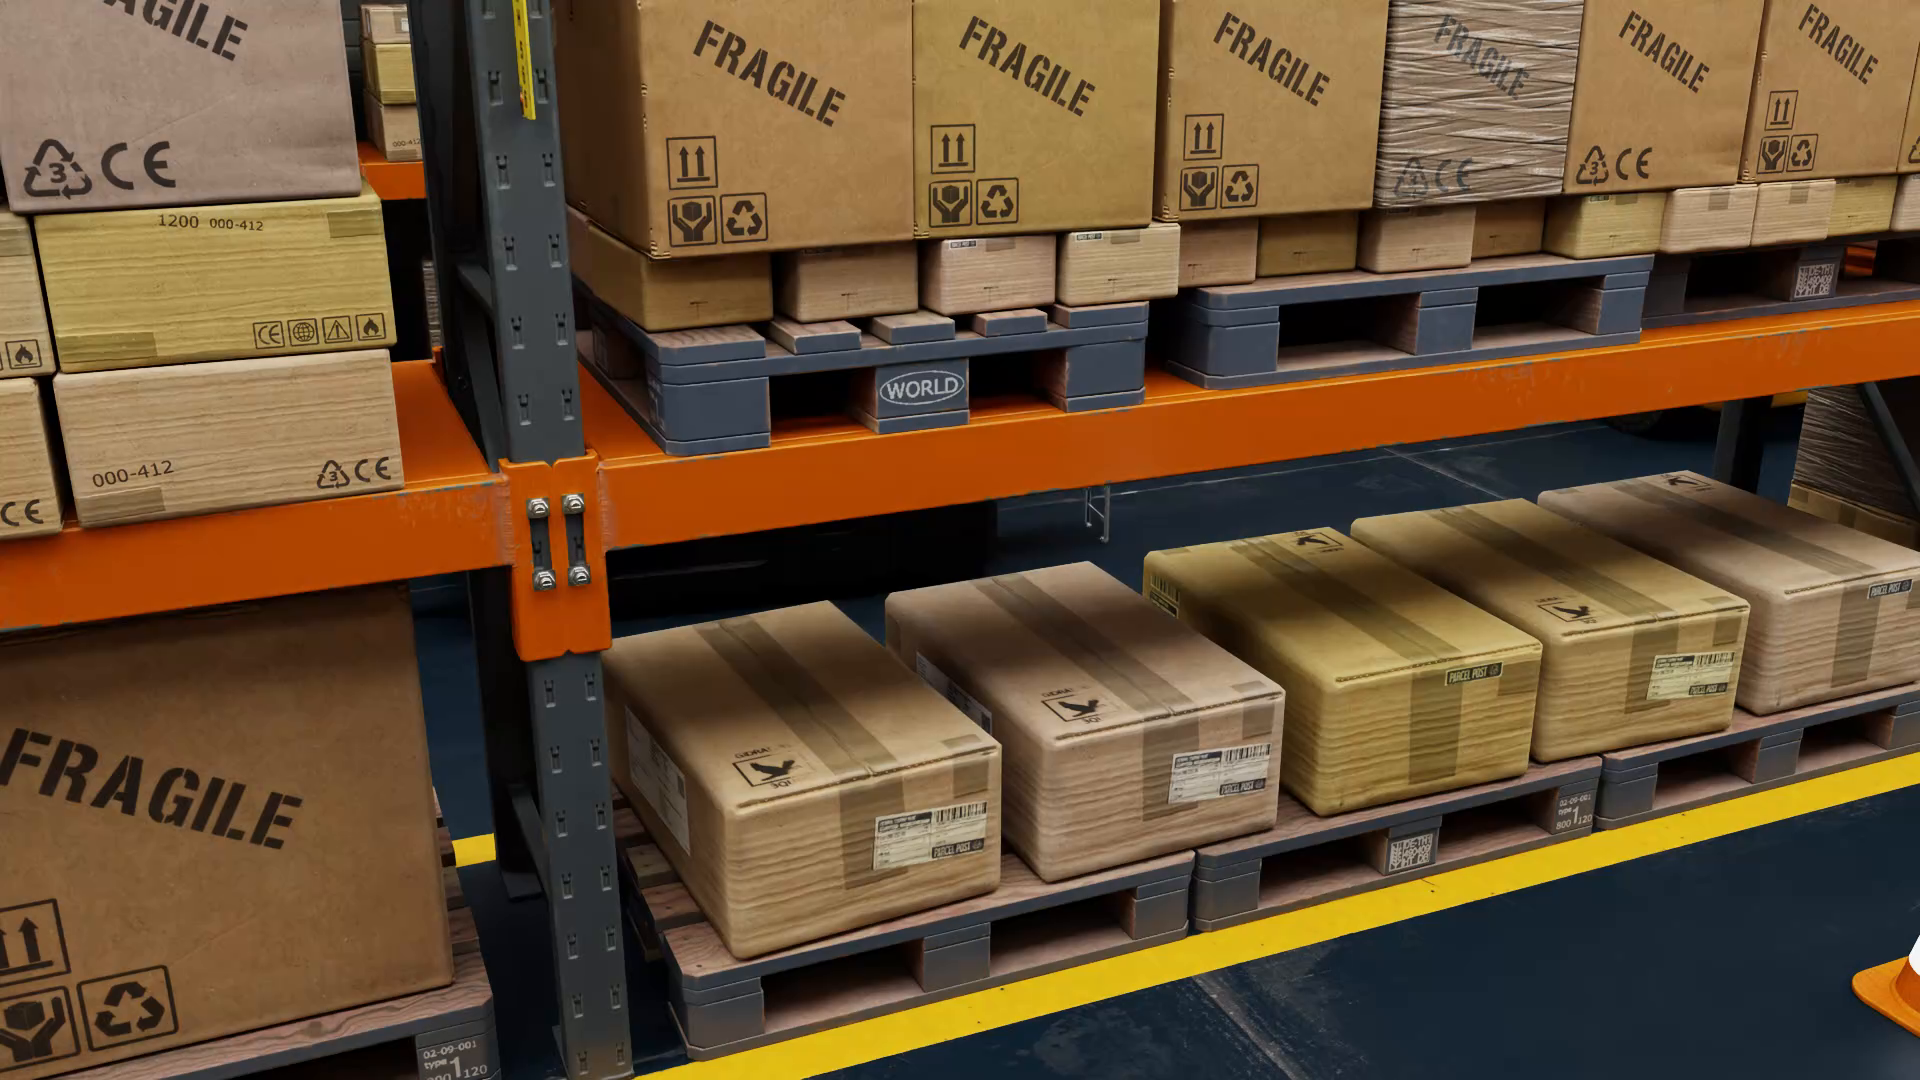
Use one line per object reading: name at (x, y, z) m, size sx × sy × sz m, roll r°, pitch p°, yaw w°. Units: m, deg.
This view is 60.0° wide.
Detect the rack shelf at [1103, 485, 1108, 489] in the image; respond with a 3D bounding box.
rack shelf at (0.306, -0.287, 6.445) m, size 0.480 × 0.148 × 0.258 m, roll -5°, pitch 20°, yaw -14°

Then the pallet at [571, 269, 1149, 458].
pallet at (-0.308, -0.494, 3.698) m, size 1.003 × 0.211 × 1.213 m, roll -8°, pitch 21°, yaw -22°

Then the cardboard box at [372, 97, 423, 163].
cardboard box at (-2.386, -1.885, 7.585) m, size 0.500 × 0.250 × 0.500 m, roll -8°, pitch 21°, yaw -22°

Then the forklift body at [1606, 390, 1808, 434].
forklift body at (3.437, -1.818, 8.447) m, size 1.214 × 2.155 × 2.313 m, roll -8°, pitch 21°, yaw -22°

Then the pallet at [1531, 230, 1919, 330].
pallet at (1.993, -0.838, 4.675) m, size 1.213 × 0.211 × 1.003 m, roll -8°, pitch 21°, yaw -22°

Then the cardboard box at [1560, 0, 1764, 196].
cardboard box at (1.488, -1.108, 3.921) m, size 0.500 × 0.500 × 0.500 m, roll -7°, pitch 21°, yaw -20°

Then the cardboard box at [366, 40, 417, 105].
cardboard box at (-2.376, -2.113, 7.480) m, size 0.500 × 0.250 × 0.500 m, roll -8°, pitch 21°, yaw -22°

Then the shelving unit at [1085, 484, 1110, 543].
shelving unit at (0.306, -0.574, 6.344) m, size 0.503 × 1.200 × 0.258 m, roll -5°, pitch 20°, yaw -14°

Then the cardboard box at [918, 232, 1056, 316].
cardboard box at (-0.006, -0.573, 3.379) m, size 0.250 × 0.149 × 0.380 m, roll -10°, pitch 22°, yaw -25°

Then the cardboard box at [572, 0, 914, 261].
cardboard box at (-0.416, -0.833, 3.140) m, size 0.500 × 0.500 × 0.500 m, roll -9°, pitch 21°, yaw -23°

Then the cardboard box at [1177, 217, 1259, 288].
cardboard box at (0.445, -0.658, 3.622) m, size 0.250 × 0.149 × 0.380 m, roll -7°, pitch 21°, yaw -19°

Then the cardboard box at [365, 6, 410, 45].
cardboard box at (-2.481, -2.277, 7.345) m, size 0.250 × 0.149 × 0.380 m, roll -7°, pitch 21°, yaw -20°

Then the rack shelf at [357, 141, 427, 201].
rack shelf at (-1.054, -1.896, 8.472) m, size 4.000 × 0.370 × 1.077 m, roll -8°, pitch 21°, yaw -22°

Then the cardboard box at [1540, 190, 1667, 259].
cardboard box at (1.447, -0.783, 3.974) m, size 0.250 × 0.149 × 0.380 m, roll -8°, pitch 21°, yaw -22°

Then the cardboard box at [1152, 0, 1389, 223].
cardboard box at (0.545, -0.975, 3.545) m, size 0.500 × 0.500 × 0.500 m, roll -8°, pitch 21°, yaw -21°

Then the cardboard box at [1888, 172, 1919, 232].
cardboard box at (2.389, -0.913, 4.343) m, size 0.250 × 0.149 × 0.380 m, roll -8°, pitch 21°, yaw -21°

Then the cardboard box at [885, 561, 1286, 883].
cardboard box at (0.277, 0.412, 4.160) m, size 0.625 × 0.372 × 0.950 m, roll -9°, pitch 21°, yaw -23°

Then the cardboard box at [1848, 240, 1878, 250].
cardboard box at (2.927, -1.002, 5.228) m, size 0.250 × 0.149 × 0.380 m, roll -8°, pitch 21°, yaw -22°

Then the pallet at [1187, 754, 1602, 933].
pallet at (0.916, 0.595, 4.514) m, size 1.213 × 0.211 × 1.003 m, roll -8°, pitch 21°, yaw -22°

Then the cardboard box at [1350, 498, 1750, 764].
cardboard box at (1.613, 0.222, 4.699) m, size 0.625 × 0.372 × 0.950 m, roll -7°, pitch 21°, yaw -19°

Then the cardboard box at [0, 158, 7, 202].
cardboard box at (-1.759, -0.760, 2.507) m, size 0.500 × 0.500 × 0.500 m, roll -8°, pitch 21°, yaw -21°

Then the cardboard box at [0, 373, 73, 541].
cardboard box at (-1.745, -0.170, 2.714) m, size 0.500 × 0.250 × 0.500 m, roll -8°, pitch 21°, yaw -21°

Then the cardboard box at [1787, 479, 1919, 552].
cardboard box at (3.189, -0.046, 5.643) m, size 0.500 × 0.250 × 0.500 m, roll -7°, pitch 21°, yaw -19°

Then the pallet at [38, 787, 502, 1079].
pallet at (-1.674, 0.937, 3.542) m, size 1.213 × 0.211 × 1.003 m, roll -8°, pitch 21°, yaw -22°

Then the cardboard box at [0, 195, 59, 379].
cardboard box at (-1.734, -0.414, 2.654) m, size 0.500 × 0.250 × 0.500 m, roll -9°, pitch 21°, yaw -23°

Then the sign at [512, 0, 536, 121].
sign at (-0.698, -0.836, 2.636) m, size 0.005 × 0.325 × 0.100 m, roll -8°, pitch 21°, yaw -22°

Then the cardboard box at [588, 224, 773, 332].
cardboard box at (-0.548, -0.524, 3.240) m, size 0.250 × 0.149 × 0.380 m, roll -9°, pitch 22°, yaw -25°

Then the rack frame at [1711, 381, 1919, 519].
rack frame at (2.752, -0.985, 4.802) m, size 0.127 × 3.000 × 1.000 m, roll -8°, pitch 21°, yaw -22°

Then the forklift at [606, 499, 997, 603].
forklift at (-1.439, -1.269, 5.712) m, size 3.031 × 2.935 × 1.130 m, roll -5°, pitch 20°, yaw -14°

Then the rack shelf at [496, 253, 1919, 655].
rack shelf at (0.916, -0.382, 4.175) m, size 4.000 × 0.370 × 1.077 m, roll -8°, pitch 21°, yaw -22°

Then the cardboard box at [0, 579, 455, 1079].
cardboard box at (-1.588, 0.411, 3.405) m, size 0.875 × 0.875 × 0.875 m, roll -8°, pitch 21°, yaw -22°

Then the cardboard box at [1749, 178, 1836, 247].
cardboard box at (1.918, -0.838, 4.132) m, size 0.250 × 0.149 × 0.380 m, roll -9°, pitch 21°, yaw -23°

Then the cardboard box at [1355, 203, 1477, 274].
cardboard box at (0.955, -0.722, 3.802) m, size 0.250 × 0.149 × 0.380 m, roll -7°, pitch 21°, yaw -20°

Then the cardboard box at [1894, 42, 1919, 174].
cardboard box at (2.419, -1.240, 4.295) m, size 0.500 × 0.500 × 0.500 m, roll -9°, pitch 21°, yaw -23°
